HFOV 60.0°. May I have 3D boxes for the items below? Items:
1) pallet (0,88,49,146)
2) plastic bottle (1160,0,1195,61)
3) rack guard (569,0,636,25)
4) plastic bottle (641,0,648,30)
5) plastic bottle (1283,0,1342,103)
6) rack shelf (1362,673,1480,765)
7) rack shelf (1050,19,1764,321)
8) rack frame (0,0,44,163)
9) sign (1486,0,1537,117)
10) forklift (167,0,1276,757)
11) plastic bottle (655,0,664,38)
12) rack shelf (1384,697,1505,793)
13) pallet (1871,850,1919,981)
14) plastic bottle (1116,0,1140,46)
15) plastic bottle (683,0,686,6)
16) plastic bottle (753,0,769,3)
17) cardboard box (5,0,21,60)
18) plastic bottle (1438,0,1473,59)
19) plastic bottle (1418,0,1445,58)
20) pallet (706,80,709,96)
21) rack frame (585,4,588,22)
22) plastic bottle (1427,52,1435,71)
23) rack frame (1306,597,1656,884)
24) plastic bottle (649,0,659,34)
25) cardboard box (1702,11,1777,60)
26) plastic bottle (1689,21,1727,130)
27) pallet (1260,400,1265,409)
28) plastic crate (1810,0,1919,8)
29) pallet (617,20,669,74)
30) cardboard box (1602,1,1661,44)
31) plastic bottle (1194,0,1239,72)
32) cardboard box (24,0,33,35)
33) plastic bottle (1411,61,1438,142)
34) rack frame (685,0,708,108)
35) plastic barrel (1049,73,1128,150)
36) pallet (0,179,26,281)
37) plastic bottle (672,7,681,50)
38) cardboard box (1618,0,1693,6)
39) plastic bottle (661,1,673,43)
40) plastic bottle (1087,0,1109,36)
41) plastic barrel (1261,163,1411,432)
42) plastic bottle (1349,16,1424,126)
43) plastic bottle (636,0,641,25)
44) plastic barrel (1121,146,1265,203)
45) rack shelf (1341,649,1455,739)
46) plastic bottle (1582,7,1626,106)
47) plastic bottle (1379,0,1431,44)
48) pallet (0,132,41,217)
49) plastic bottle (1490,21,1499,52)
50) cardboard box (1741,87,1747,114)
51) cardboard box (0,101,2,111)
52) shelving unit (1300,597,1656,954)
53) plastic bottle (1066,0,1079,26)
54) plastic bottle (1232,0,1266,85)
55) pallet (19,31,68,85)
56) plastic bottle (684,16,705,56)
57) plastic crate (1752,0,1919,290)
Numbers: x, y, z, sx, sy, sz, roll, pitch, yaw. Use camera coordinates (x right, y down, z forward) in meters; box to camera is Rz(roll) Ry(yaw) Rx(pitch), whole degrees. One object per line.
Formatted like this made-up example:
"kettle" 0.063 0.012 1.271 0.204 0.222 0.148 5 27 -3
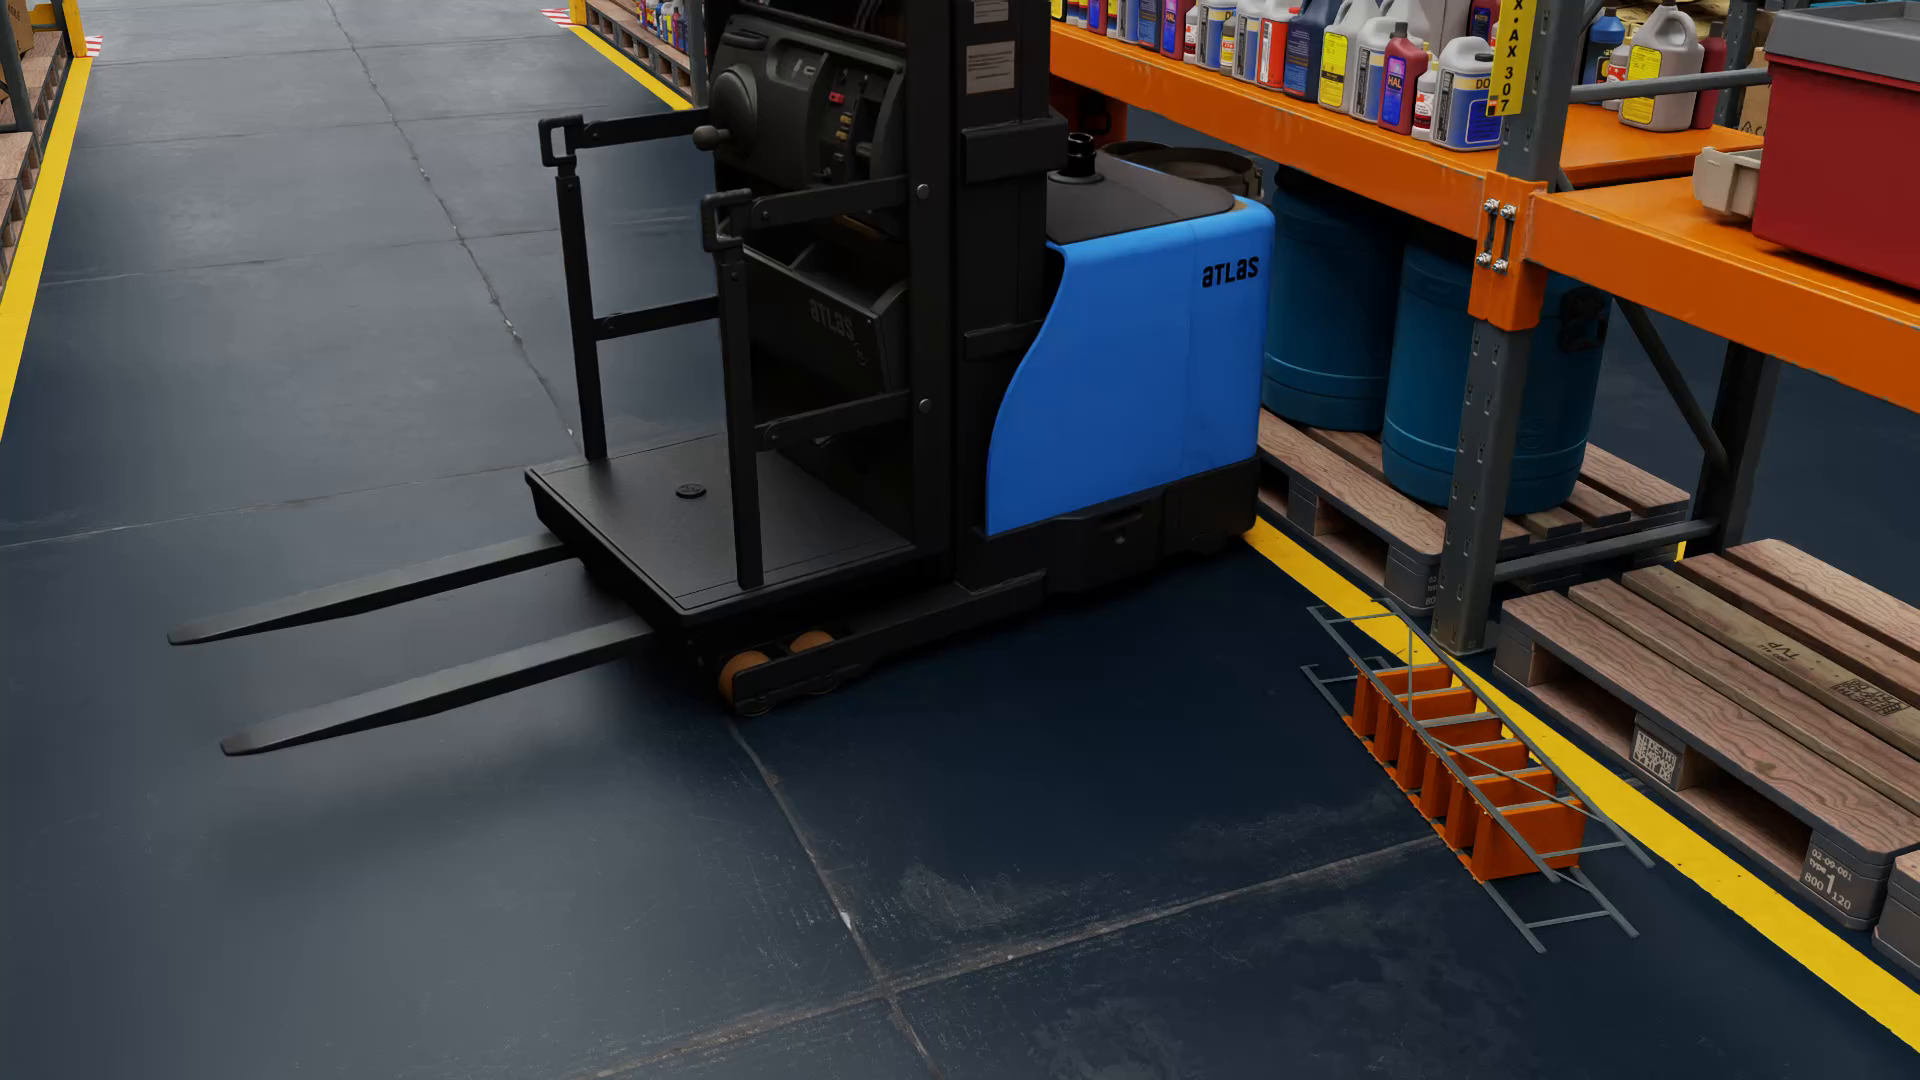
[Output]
"pallet" -6.186 -2.518 10.167 1.003 0.211 1.213 -11 28 -21
"plastic bottle" 0.732 -1.763 5.576 0.061 0.283 0.133 -11 28 -21
"rack guard" -2.826 -4.826 14.565 1.175 0.500 0.348 -11 28 -21
"plastic bottle" -2.404 -4.069 12.760 0.061 0.283 0.133 -10 28 -20
"plastic bottle" 1.067 -1.495 4.949 0.144 0.351 0.185 -11 28 -21
"rack shelf" 1.143 0.439 4.125 0.258 0.180 0.103 -6 27 -12
"rack shelf" 1.017 -1.612 5.952 1.077 0.370 4.000 -11 28 -21
"rack frame" -5.890 -3.506 9.012 1.000 3.000 0.127 -11 28 -21
"sign" 1.293 -1.158 3.888 0.100 0.325 0.005 -11 28 -21
"forklift" -0.584 -1.123 4.210 3.031 2.935 1.130 -16 30 -30
"plastic bottle" -2.223 -3.898 12.422 0.097 0.271 0.097 0 26 0
"rack shelf" 1.172 0.491 4.020 0.258 0.180 0.103 -6 27 -12
"pallet" 2.605 0.909 3.148 1.003 0.211 1.213 -11 28 -21
"plastic bottle" 0.649 -1.897 5.857 0.152 0.276 0.135 -11 28 -21
"plastic bottle" -2.014 -3.837 12.285 0.061 0.283 0.133 -11 28 -21
"plastic bottle" -1.507 -4.010 12.561 0.144 0.351 0.185 -11 28 -21
"cardboard box" -6.734 -3.440 11.247 0.500 0.500 0.500 -8 27 -16
"plastic bottle" 1.607 -1.698 5.450 0.152 0.276 0.135 -11 28 -21
"plastic bottle" 1.467 -1.672 5.397 0.152 0.276 0.135 -11 28 -21
"pallet" -0.990 -2.794 10.732 1.003 0.211 1.213 -11 28 -21
"rack frame" -2.899 -5.972 14.063 1.000 3.000 0.127 -11 28 -21
"plastic bottle" 1.281 -1.248 4.614 0.097 0.201 0.097 0 26 0
"rack frame" 1.183 0.428 3.941 0.240 0.006 1.200 -6 27 -12
"plastic bottle" -2.303 -3.980 12.590 0.097 0.271 0.097 0 26 0
"cardboard box" 4.858 -3.059 10.113 0.500 0.311 0.500 -10 28 -19
"plastic bottle" 2.049 -1.297 4.620 0.061 0.283 0.133 -11 28 -21
"pallet" 1.055 -0.687 6.415 1.003 0.211 1.213 -11 28 -21
"plastic crate" 2.297 -1.018 3.865 0.392 0.384 0.575 -11 28 -21
"pallet" -2.039 -3.876 12.948 1.003 0.211 1.213 -11 28 -21
"cardboard box" 4.152 -3.175 10.350 0.500 0.311 0.500 -11 28 -21
"plastic bottle" 0.864 -1.675 5.402 0.152 0.276 0.135 -11 28 -21
"cardboard box" -7.227 -3.932 12.254 0.500 0.500 0.500 -5 27 -11
"plastic bottle" 1.278 -1.184 4.483 0.097 0.201 0.097 0 26 0
"rack frame" -1.333 -4.357 10.755 1.000 3.000 0.127 -11 28 -21
"plastic barrel" 0.441 -1.761 7.434 0.600 0.830 0.708 -11 28 -21
"pallet" -5.102 -1.446 7.971 1.003 0.211 1.213 -11 28 -21
"plastic bottle" -2.028 -3.681 11.965 0.061 0.283 0.133 -9 27 -17
"cardboard box" 4.447 -3.476 10.967 0.500 0.311 0.500 -11 28 -22
"plastic bottle" -2.112 -3.816 12.249 0.152 0.276 0.135 -10 28 -20
"plastic bottle" 0.516 -1.985 6.031 0.061 0.283 0.133 -11 28 -21
"plastic barrel" 1.325 -0.882 5.550 0.600 0.901 0.708 -11 28 -21
"plastic bottle" 1.205 -1.323 4.682 0.152 0.276 0.135 -11 28 -21
"plastic bottle" -2.476 -4.158 12.956 0.097 0.271 0.097 0 26 0
"plastic barrel" 0.883 -1.197 6.553 0.600 0.588 0.708 -11 28 -21
"rack shelf" 1.115 0.388 4.229 0.258 0.180 0.103 -6 27 -12
"plastic bottle" 1.897 -1.428 4.902 0.097 0.271 0.097 0 26 0
"plastic bottle" 1.272 -1.445 4.847 0.144 0.351 0.185 -11 28 -21
"pallet" -5.584 -1.939 8.981 1.003 0.211 1.213 -11 28 -21
"plastic bottle" 1.730 -1.569 5.270 0.097 0.201 0.097 0 26 0
"cardboard box" 4.858 -2.807 10.236 0.500 0.250 0.500 -11 28 -21
"cardboard box" -6.010 -2.740 9.814 0.500 0.500 0.500 -11 28 -22
"shelving unit" 1.182 0.510 3.981 0.258 0.189 1.200 -6 27 -12
"plastic bottle" 0.450 -2.069 6.216 0.097 0.271 0.097 0 26 0
"plastic bottle" 0.955 -1.581 5.210 0.152 0.276 0.135 -11 28 -21
"pallet" -7.141 -3.503 12.185 1.003 0.211 1.213 -11 28 -21
"plastic bottle" -1.850 -3.575 11.671 0.144 0.351 0.185 -11 28 -22
"plastic crate" 1.919 -0.780 3.287 0.402 0.464 0.583 -11 28 -21
